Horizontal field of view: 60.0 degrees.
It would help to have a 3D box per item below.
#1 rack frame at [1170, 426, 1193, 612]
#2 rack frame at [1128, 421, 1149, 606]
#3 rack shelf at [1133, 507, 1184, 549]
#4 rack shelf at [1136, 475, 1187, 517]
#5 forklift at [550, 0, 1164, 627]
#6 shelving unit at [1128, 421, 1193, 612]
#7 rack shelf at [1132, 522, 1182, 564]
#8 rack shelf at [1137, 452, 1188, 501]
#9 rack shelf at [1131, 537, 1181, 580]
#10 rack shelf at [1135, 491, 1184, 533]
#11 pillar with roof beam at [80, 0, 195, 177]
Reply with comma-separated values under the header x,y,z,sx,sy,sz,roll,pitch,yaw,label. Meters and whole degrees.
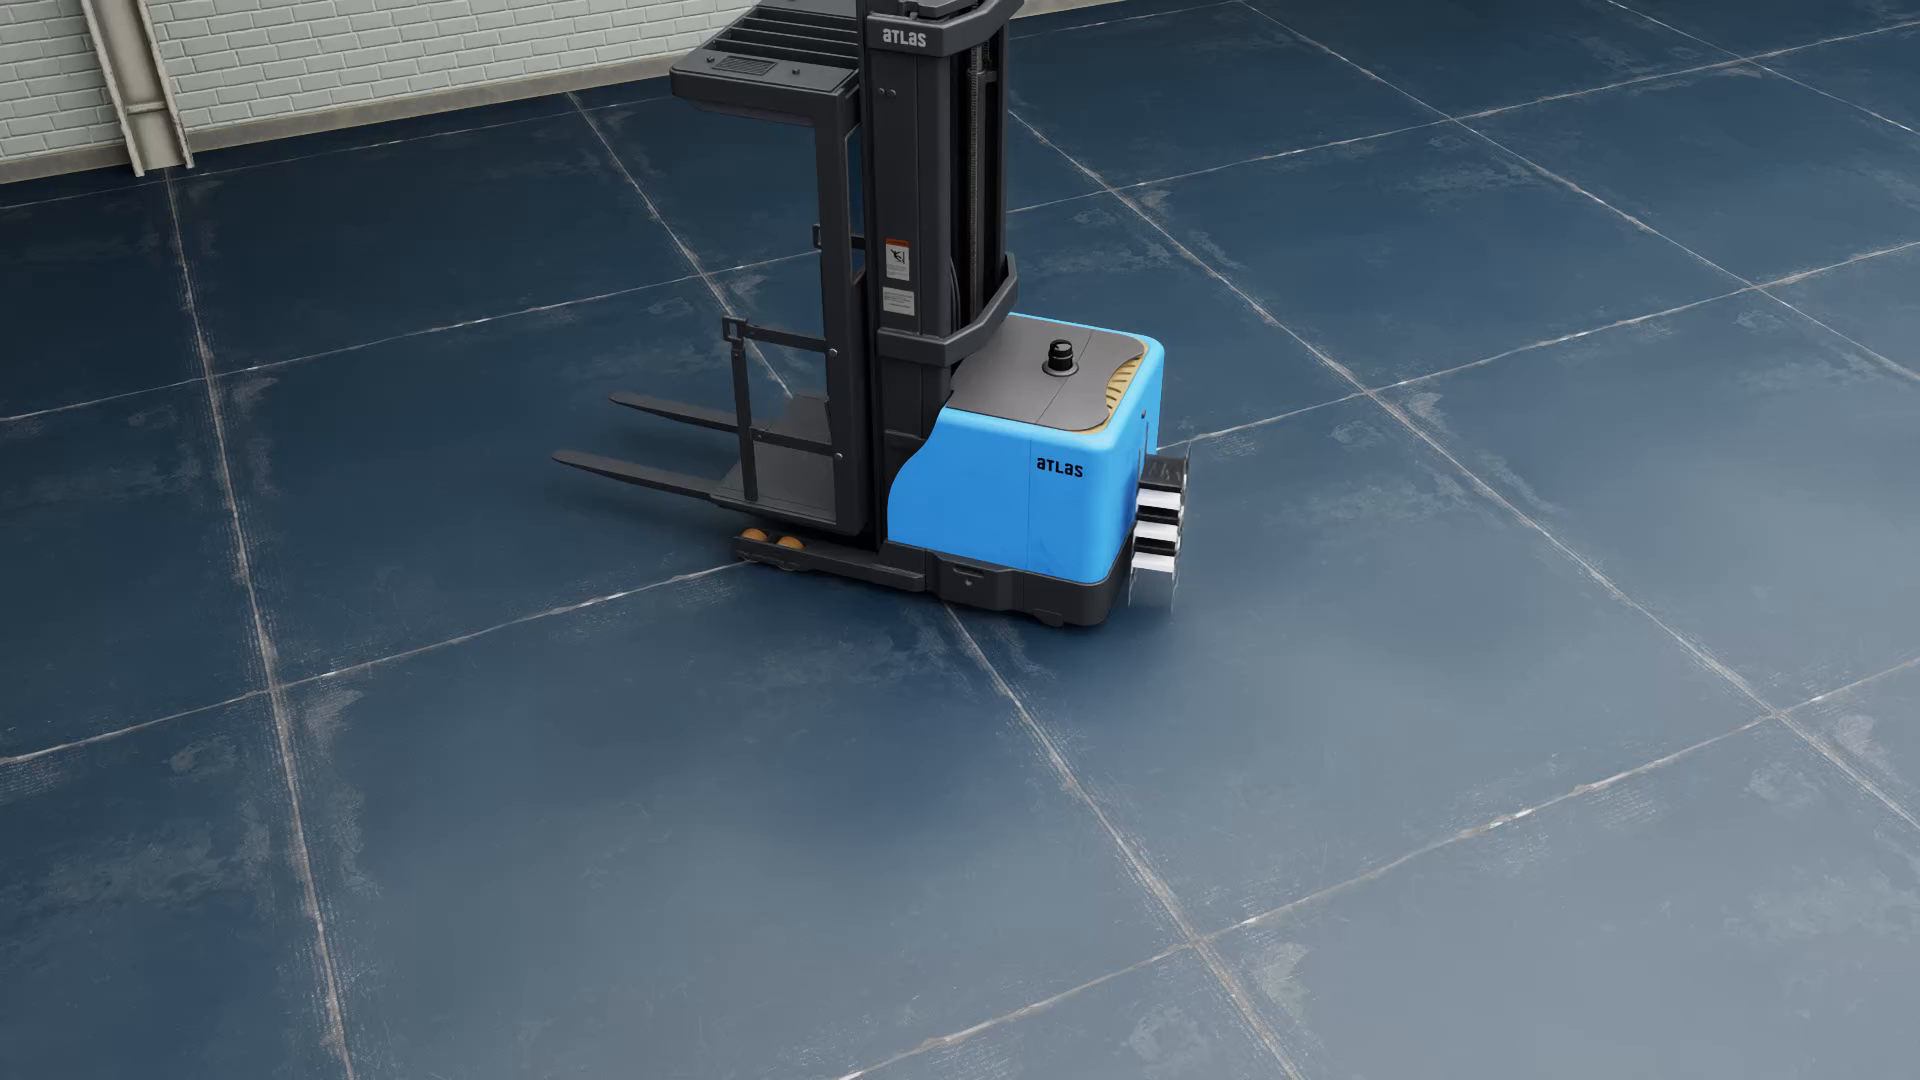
x,y,z,sx,sy,sz,roll,pitch,yaw,label
1.032,-0.087,7.754,0.006,0.900,0.240,8,37,11,rack frame
0.835,-0.116,7.794,0.006,0.900,0.240,8,37,11,rack frame
0.933,-0.074,7.793,0.200,0.077,0.258,8,37,11,rack shelf
0.933,-0.219,7.686,0.200,0.077,0.258,8,37,11,rack shelf
-0.590,-1.307,7.694,3.031,2.935,1.130,12,38,16,forklift
0.933,-0.101,7.774,0.210,0.900,0.258,8,37,11,shelving unit
0.934,-0.002,7.847,0.200,0.077,0.258,8,37,11,rack shelf
0.933,-0.291,7.633,0.200,0.077,0.258,8,37,11,rack shelf
0.934,0.070,7.901,0.200,0.077,0.258,8,37,11,rack shelf
0.933,-0.147,7.740,0.200,0.077,0.258,8,37,11,rack shelf
-3.953,-4.024,6.265,0.400,9.000,9.100,-16,39,-20,pillar with roof beam
